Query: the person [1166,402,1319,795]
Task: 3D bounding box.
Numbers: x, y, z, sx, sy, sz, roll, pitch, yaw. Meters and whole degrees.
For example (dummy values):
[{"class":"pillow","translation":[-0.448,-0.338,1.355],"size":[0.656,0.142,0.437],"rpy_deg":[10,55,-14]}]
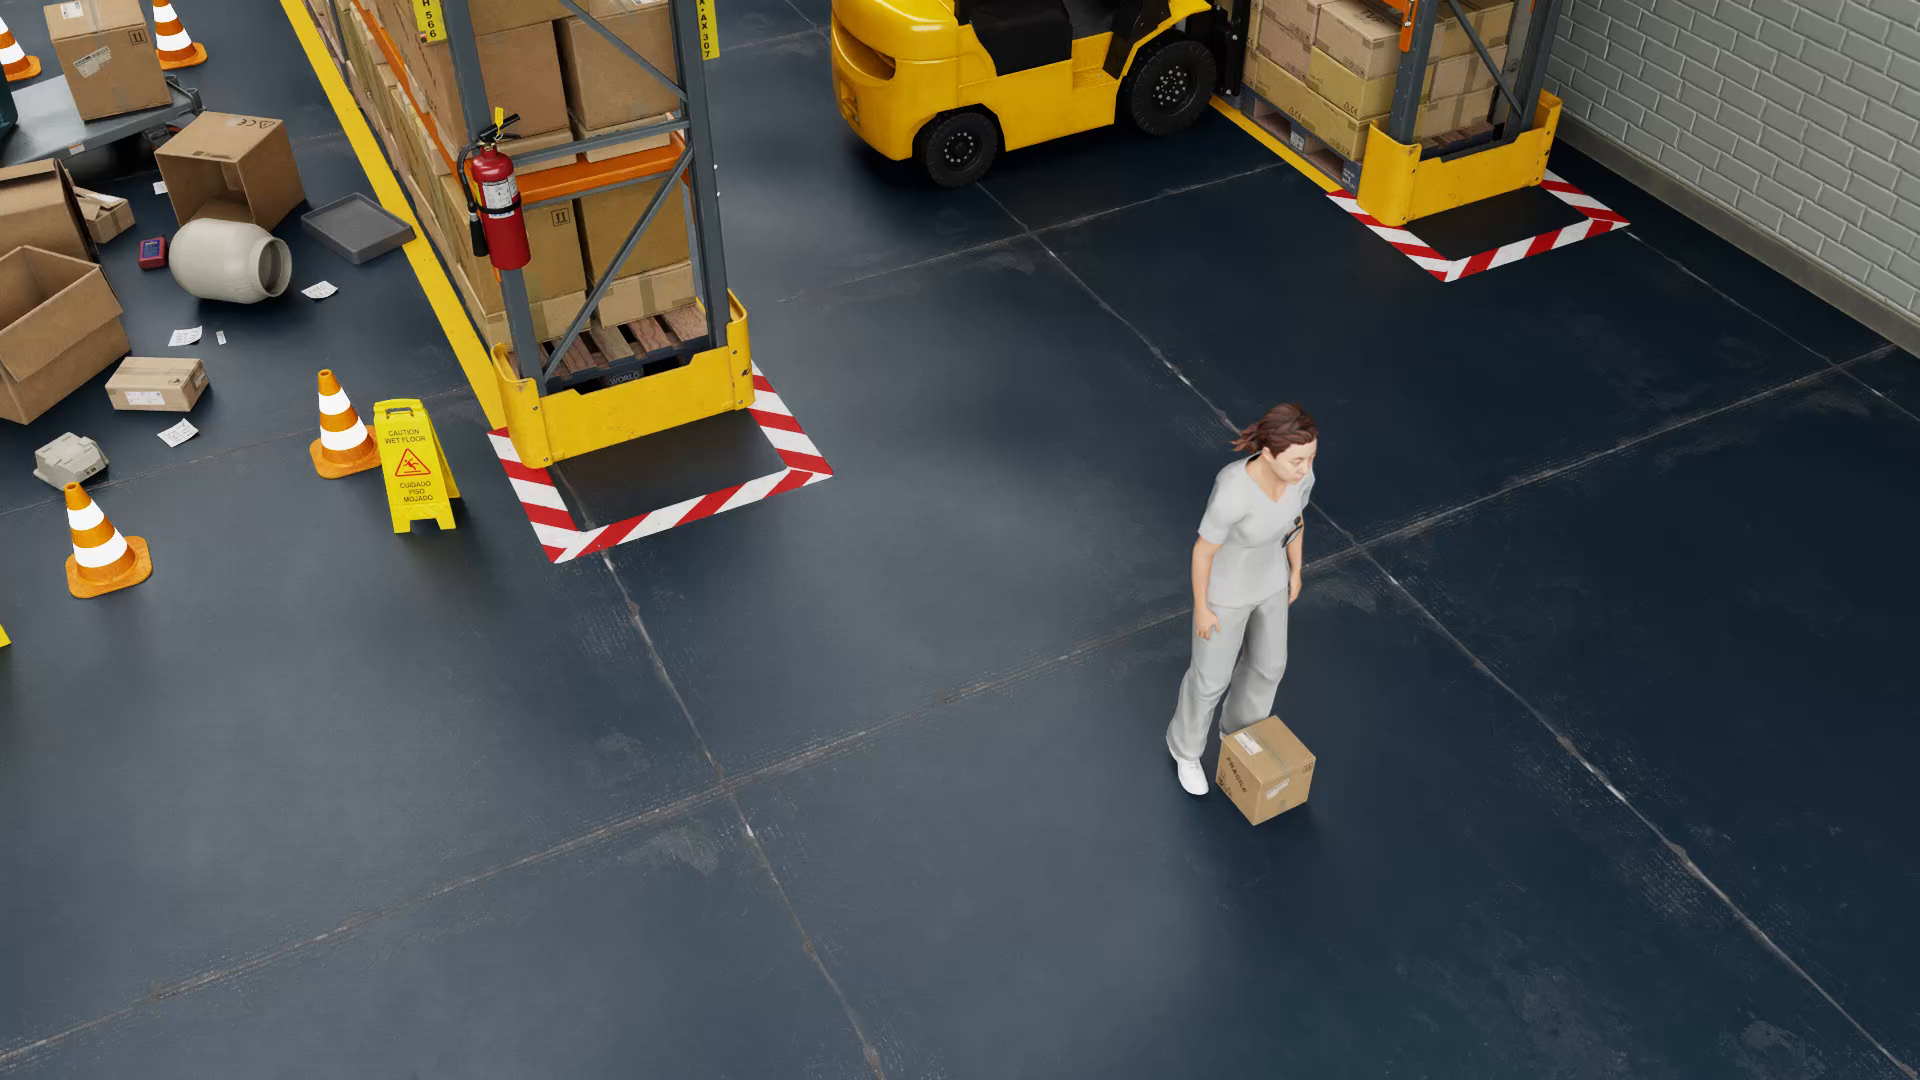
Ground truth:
[{"class":"person","translation":[1.036,0.203,5.930],"size":[0.504,1.671,0.416],"rpy_deg":[-21,46,-22]}]
